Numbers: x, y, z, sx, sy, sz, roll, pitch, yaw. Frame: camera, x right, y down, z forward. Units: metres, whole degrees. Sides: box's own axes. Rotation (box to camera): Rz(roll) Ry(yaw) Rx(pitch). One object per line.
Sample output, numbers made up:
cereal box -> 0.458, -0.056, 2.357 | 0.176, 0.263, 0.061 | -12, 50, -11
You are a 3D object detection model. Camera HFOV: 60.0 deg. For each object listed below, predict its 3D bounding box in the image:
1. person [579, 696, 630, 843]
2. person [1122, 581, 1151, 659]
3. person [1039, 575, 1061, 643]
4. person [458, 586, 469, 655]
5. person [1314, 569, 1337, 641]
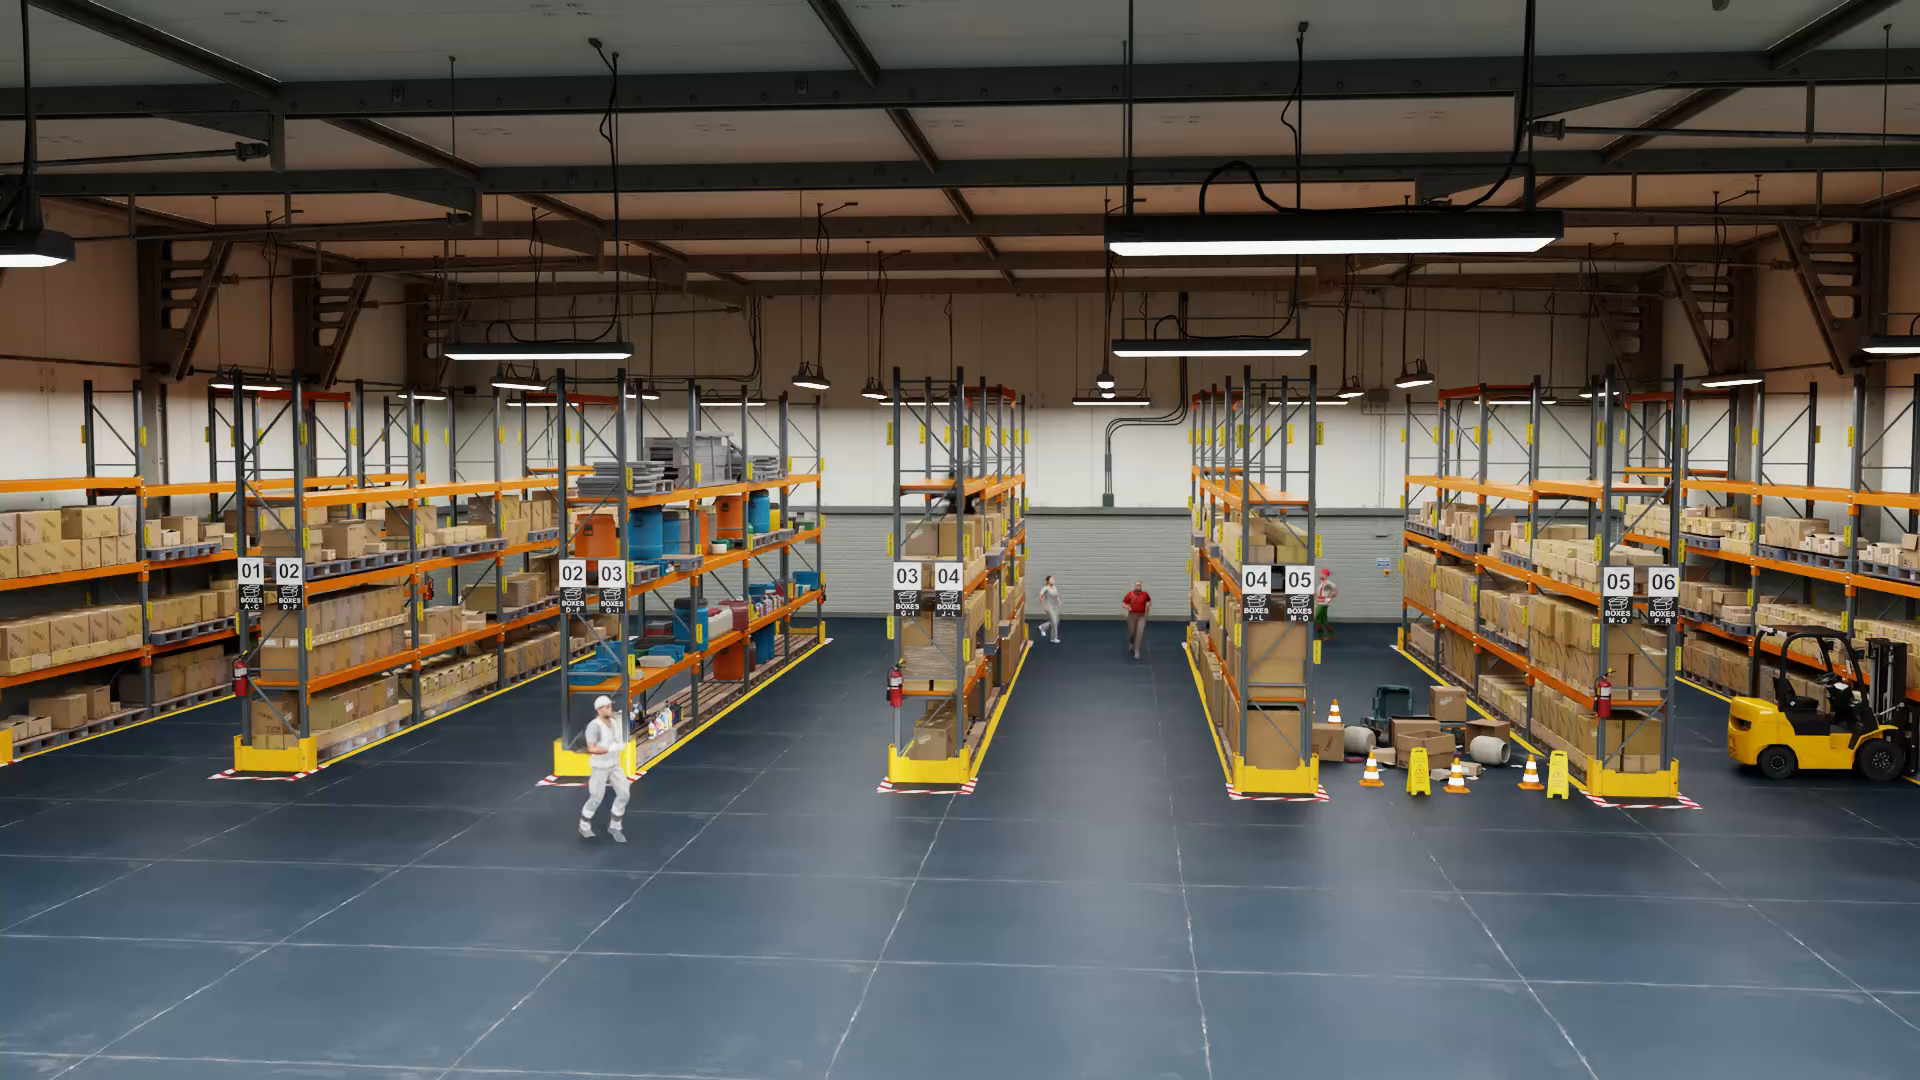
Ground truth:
person -> -4.373, 2.837, 20.467 | 0.776, 1.852, 0.664 | 2, 4, 30
person -> 4.034, 1.800, 37.874 | 0.670, 1.746, 0.949 | 0, 4, 2
person -> 2.190, 1.672, 40.568 | 0.667, 1.642, 0.602 | 3, 5, 42
person -> -10.806, 1.861, 36.207 | 0.691, 1.732, 0.795 | 0, 4, 6
person -> 8.784, 1.603, 40.334 | 0.705, 1.824, 0.613 | 0, 4, 0
